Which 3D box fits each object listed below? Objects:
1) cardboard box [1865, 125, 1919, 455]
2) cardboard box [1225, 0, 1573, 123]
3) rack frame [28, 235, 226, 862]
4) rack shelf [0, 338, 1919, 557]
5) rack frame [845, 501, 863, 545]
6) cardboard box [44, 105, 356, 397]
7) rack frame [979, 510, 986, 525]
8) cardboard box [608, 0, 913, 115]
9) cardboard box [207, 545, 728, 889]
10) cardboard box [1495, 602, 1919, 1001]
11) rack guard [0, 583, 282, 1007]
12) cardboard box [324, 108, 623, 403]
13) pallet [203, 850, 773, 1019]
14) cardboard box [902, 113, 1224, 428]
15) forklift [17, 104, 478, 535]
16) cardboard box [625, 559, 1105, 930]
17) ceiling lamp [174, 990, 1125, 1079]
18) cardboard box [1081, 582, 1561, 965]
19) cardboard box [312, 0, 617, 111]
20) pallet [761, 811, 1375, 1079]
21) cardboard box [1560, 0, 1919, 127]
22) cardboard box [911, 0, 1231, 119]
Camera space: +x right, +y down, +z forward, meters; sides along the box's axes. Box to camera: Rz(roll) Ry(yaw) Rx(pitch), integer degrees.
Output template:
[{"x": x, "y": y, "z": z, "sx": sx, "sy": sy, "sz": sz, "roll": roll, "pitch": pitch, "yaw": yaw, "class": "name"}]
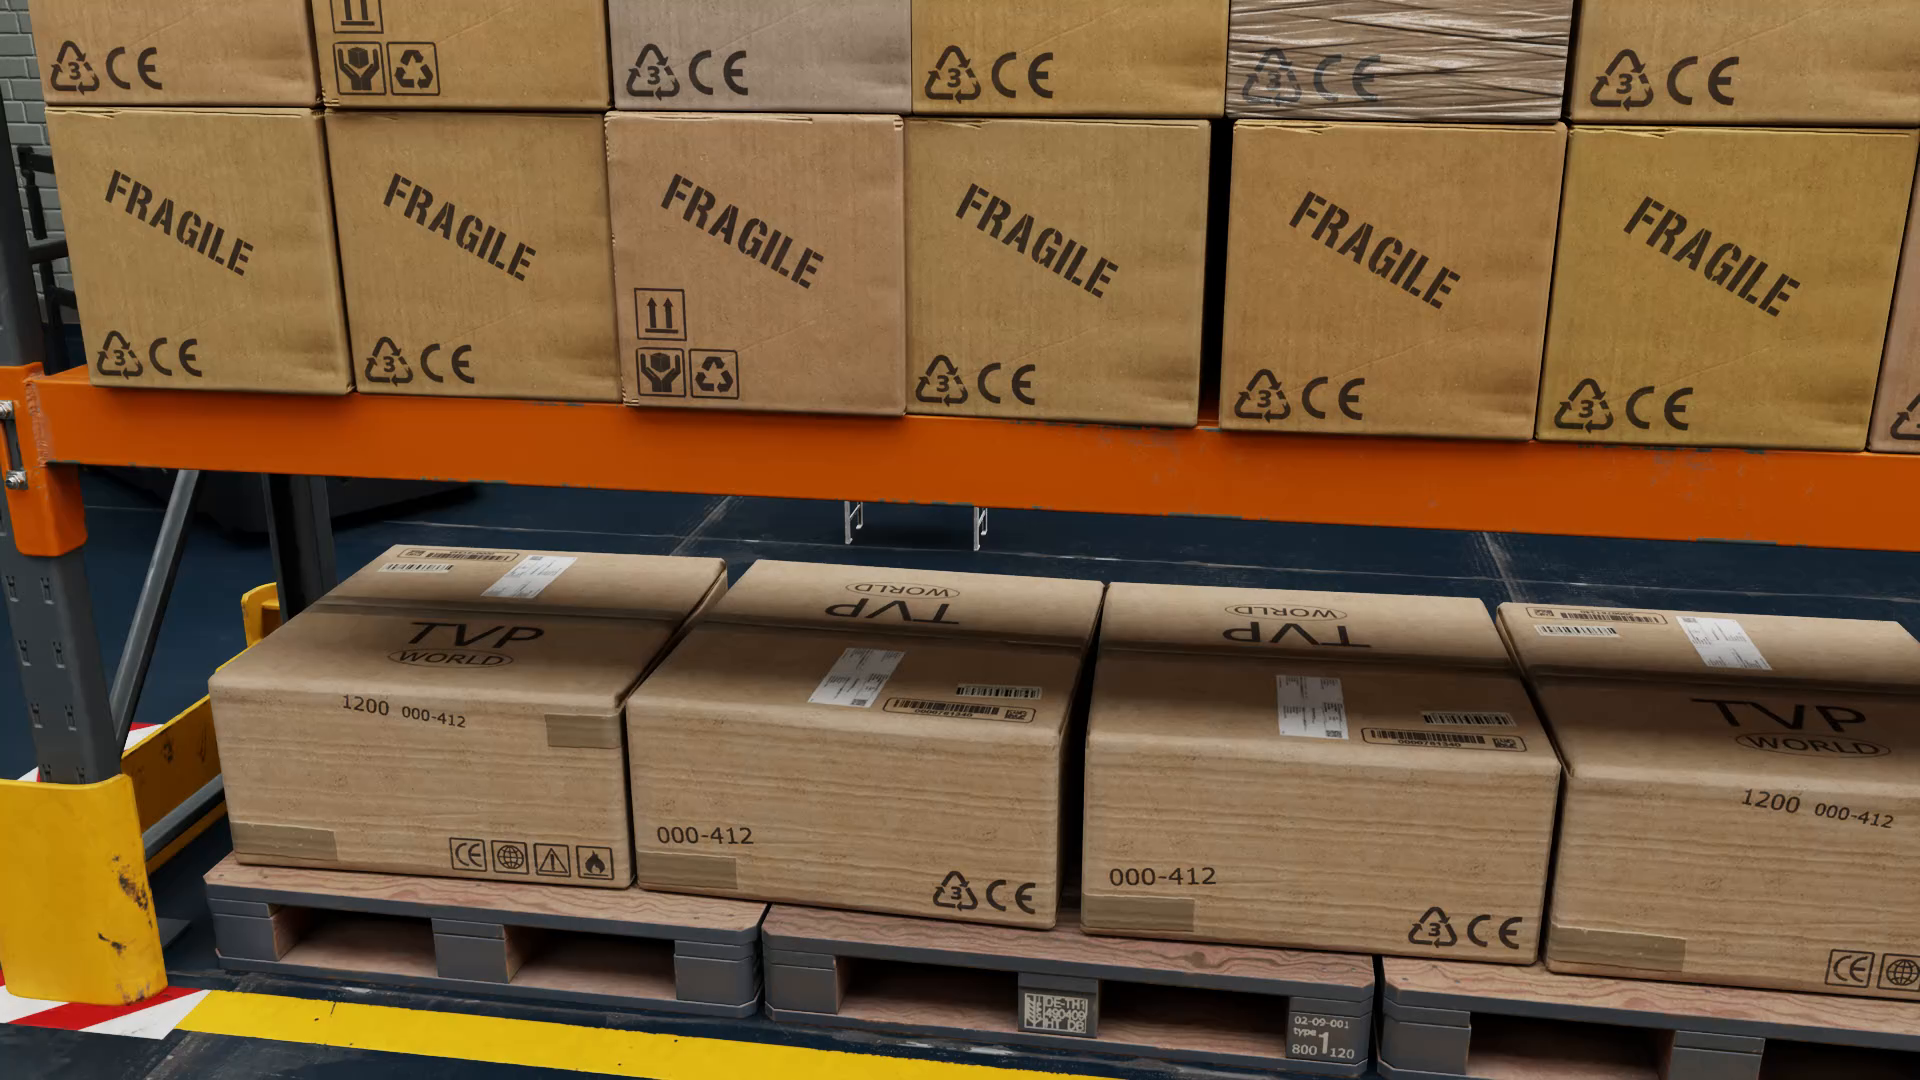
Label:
[{"x": 1.716, "y": -0.437, "z": 2.725, "sx": 0.500, "sy": 0.500, "sz": 0.500, "roll": 3, "pitch": 19, "yaw": 9, "class": "cardboard box"}, {"x": 1.057, "y": -1.421, "z": 2.472, "sx": 1.234, "sy": 1.526, "sz": 0.509, "roll": 4, "pitch": 19, "yaw": 10, "class": "cardboard box"}, {"x": -1.734, "y": -0.649, "z": 3.516, "sx": 0.053, "sy": 2.616, "sz": 0.949, "roll": 3, "pitch": 19, "yaw": 9, "class": "rack frame"}, {"x": 0.240, "y": -0.206, "z": 3.326, "sx": 4.000, "sy": 0.370, "sz": 1.077, "roll": 3, "pitch": 19, "yaw": 9, "class": "rack shelf"}, {"x": -0.404, "y": -0.590, "z": 6.174, "sx": 0.015, "sy": 1.200, "sz": 0.240, "roll": 3, "pitch": 19, "yaw": 9, "class": "rack frame"}, {"x": -1.306, "y": -0.581, "z": 3.156, "sx": 0.500, "sy": 0.500, "sz": 0.500, "roll": 3, "pitch": 19, "yaw": 8, "class": "cardboard box"}, {"x": 0.078, "y": -0.565, "z": 6.102, "sx": 0.006, "sy": 1.046, "sz": 0.228, "roll": 3, "pitch": 19, "yaw": 9, "class": "rack frame"}, {"x": -0.285, "y": -1.009, "z": 2.858, "sx": 0.500, "sy": 0.500, "sz": 0.500, "roll": 3, "pitch": 19, "yaw": 8, "class": "cardboard box"}, {"x": -1.067, "y": 0.370, "z": 3.847, "sx": 0.875, "sy": 0.438, "sz": 0.875, "roll": 2, "pitch": 19, "yaw": 7, "class": "cardboard box"}, {"x": 1.612, "y": 0.504, "z": 3.446, "sx": 0.875, "sy": 0.438, "sz": 0.875, "roll": 3, "pitch": 19, "yaw": 8, "class": "cardboard box"}, {"x": -1.758, "y": 0.536, "z": 3.913, "sx": 0.348, "sy": 0.500, "sz": 1.175, "roll": 3, "pitch": 19, "yaw": 9, "class": "rack guard"}, {"x": -0.802, "y": -0.565, "z": 3.106, "sx": 0.500, "sy": 0.500, "sz": 0.500, "roll": 3, "pitch": 19, "yaw": 8, "class": "cardboard box"}, {"x": -0.933, "y": 0.690, "z": 3.908, "sx": 1.213, "sy": 0.211, "sz": 1.003, "roll": 3, "pitch": 19, "yaw": 9, "class": "pallet"}, {"x": 0.194, "y": -0.513, "z": 2.952, "sx": 0.500, "sy": 0.500, "sz": 0.500, "roll": 4, "pitch": 19, "yaw": 10, "class": "cardboard box"}, {"x": -3.272, "y": -0.532, "z": 3.412, "sx": 8.374, "sy": 2.843, "sz": 6.586, "roll": 17, "pitch": 25, "yaw": 41, "class": "forklift"}, {"x": -0.162, "y": 0.413, "z": 3.717, "sx": 0.875, "sy": 0.438, "sz": 0.875, "roll": 3, "pitch": 19, "yaw": 10, "class": "cardboard box"}, {"x": 0.131, "y": 1.052, "z": 3.160, "sx": 3.459, "sy": 0.001, "sz": 0.159, "roll": 3, "pitch": 19, "yaw": 9, "class": "ceiling lamp"}, {"x": 0.728, "y": 0.459, "z": 3.580, "sx": 0.875, "sy": 0.438, "sz": 0.875, "roll": 2, "pitch": 19, "yaw": 7, "class": "cardboard box"}, {"x": -0.795, "y": -1.032, "z": 2.928, "sx": 0.500, "sy": 0.500, "sz": 0.500, "roll": 2, "pitch": 19, "yaw": 7, "class": "cardboard box"}, {"x": 0.268, "y": 0.752, "z": 3.722, "sx": 1.213, "sy": 0.211, "sz": 1.003, "roll": 3, "pitch": 19, "yaw": 9, "class": "pallet"}, {"x": 1.205, "y": -0.934, "z": 2.633, "sx": 0.500, "sy": 0.500, "sz": 0.500, "roll": 3, "pitch": 19, "yaw": 8, "class": "cardboard box"}, {"x": 0.208, "y": -0.984, "z": 2.784, "sx": 0.500, "sy": 0.500, "sz": 0.500, "roll": 3, "pitch": 19, "yaw": 9, "class": "cardboard box"}]
